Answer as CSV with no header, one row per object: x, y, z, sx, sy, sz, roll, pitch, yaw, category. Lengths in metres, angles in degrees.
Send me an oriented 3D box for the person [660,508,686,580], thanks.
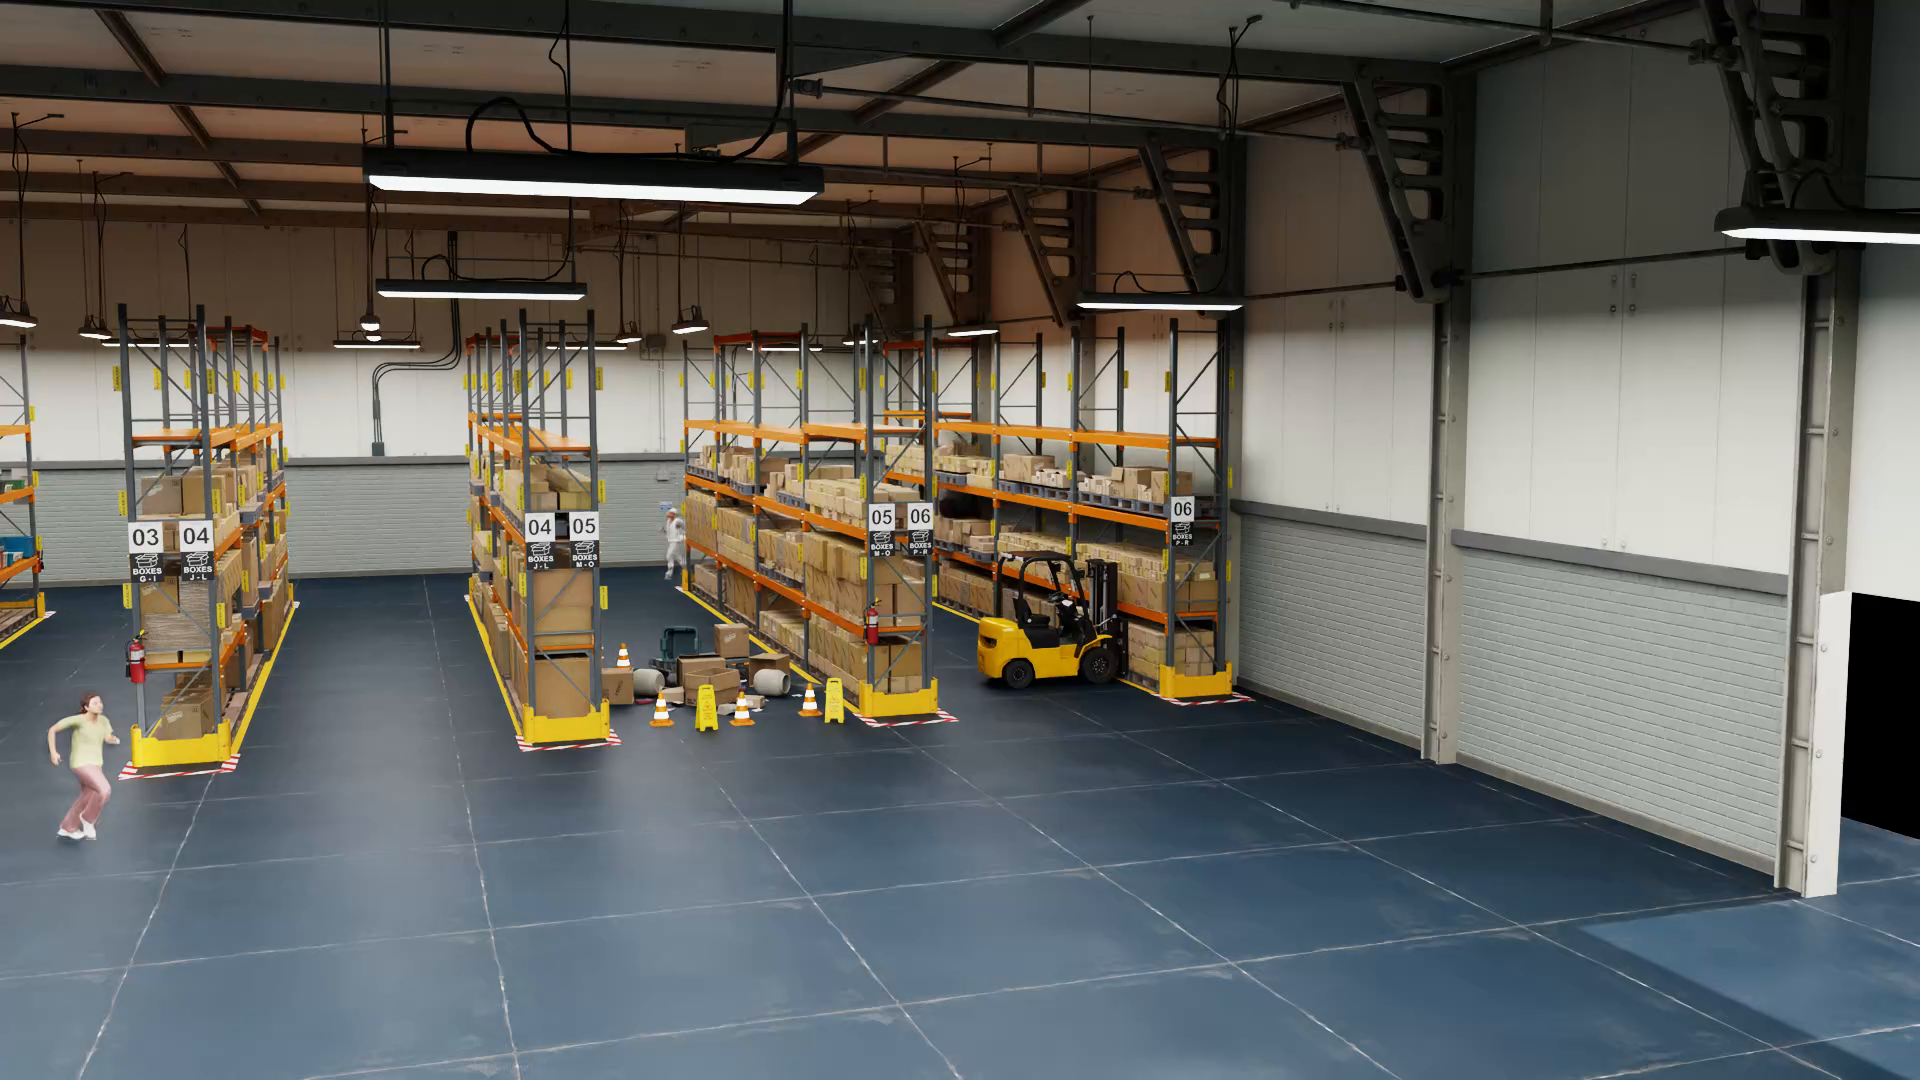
-7.284,0.091,42.424,0.833,1.841,0.620,-5,7,-40,person

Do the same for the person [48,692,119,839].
-9.482,2.459,18.065,0.745,1.616,0.611,2,6,17,person
